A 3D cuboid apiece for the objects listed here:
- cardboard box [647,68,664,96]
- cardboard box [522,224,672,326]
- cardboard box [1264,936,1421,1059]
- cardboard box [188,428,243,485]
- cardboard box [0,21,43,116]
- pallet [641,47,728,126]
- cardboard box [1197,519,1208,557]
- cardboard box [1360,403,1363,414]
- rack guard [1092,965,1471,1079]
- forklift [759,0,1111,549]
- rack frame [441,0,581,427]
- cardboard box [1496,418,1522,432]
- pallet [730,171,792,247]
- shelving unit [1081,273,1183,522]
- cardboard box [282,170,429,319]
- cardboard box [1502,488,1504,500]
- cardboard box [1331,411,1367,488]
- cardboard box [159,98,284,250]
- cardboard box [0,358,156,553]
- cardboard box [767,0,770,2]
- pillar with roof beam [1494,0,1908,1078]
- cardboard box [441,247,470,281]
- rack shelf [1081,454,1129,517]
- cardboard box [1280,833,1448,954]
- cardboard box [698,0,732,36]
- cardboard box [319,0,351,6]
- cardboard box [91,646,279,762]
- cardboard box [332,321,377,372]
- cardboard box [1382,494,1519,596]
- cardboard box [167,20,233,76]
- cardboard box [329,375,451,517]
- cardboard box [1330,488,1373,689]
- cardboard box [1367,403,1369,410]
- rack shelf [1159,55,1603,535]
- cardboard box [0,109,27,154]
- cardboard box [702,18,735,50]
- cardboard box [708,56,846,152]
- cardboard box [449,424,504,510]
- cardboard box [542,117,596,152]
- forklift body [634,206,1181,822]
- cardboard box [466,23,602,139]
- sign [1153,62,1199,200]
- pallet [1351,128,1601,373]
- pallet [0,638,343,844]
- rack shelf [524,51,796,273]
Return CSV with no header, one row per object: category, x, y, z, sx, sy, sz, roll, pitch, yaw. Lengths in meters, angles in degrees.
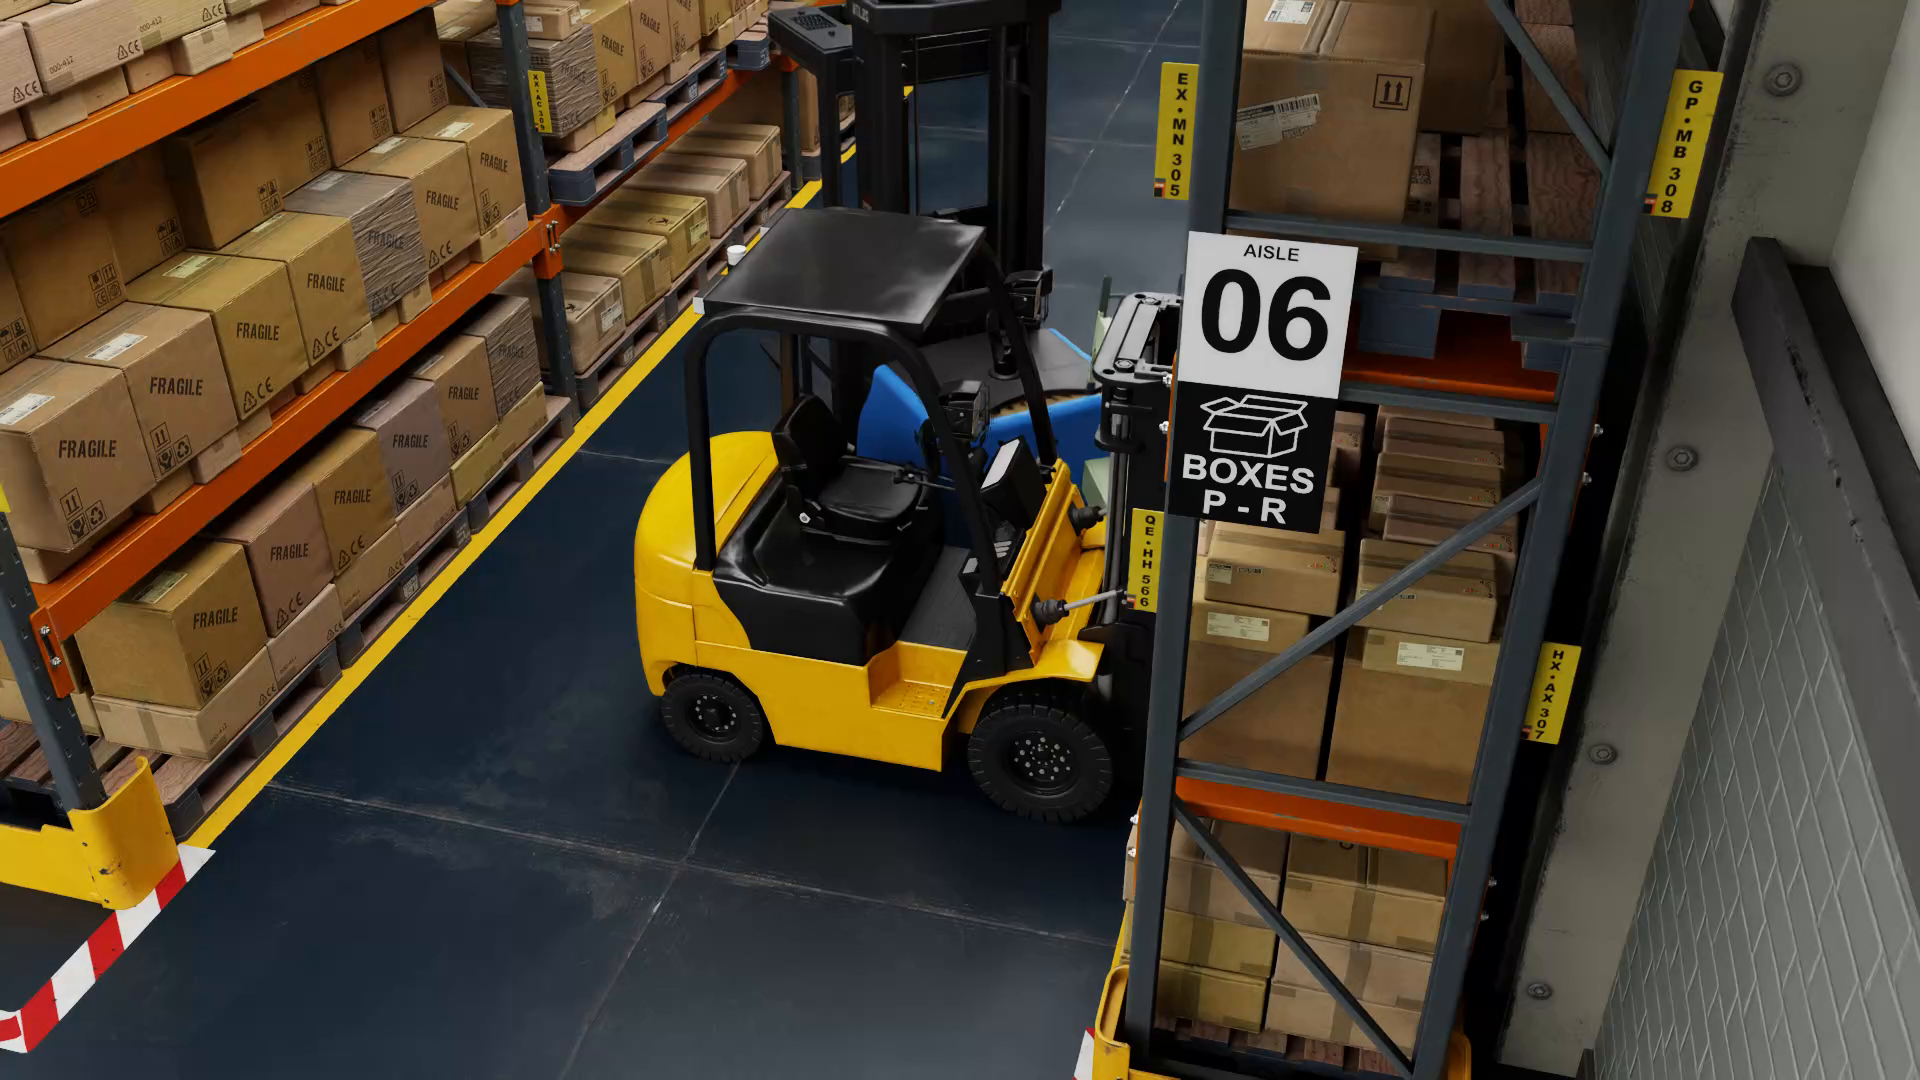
cardboard box,-2.065,-2.877,10.323,0.380,0.149,0.250,8,33,13
cardboard box,-2.441,-1.735,10.741,0.950,0.372,0.625,10,34,15
cardboard box,1.350,1.484,5.791,0.500,0.250,0.500,8,33,13
cardboard box,-3.175,-0.372,6.773,0.380,0.149,0.250,9,33,13
cardboard box,-3.381,-1.498,5.376,0.500,0.250,0.500,7,33,12
pallet,-2.199,-2.983,10.824,1.003,0.211,1.213,8,33,12
cardboard box,0.889,0.058,5.165,0.380,0.149,0.250,9,33,13
cardboard box,1.294,-0.401,6.491,0.500,0.500,0.500,8,33,13
rack guard,1.030,1.796,5.458,1.175,0.500,0.348,8,33,12
forklift,-0.275,-1.641,8.600,1.130,2.935,3.031,-15,35,-22
rack frame,-2.751,-2.021,9.132,1.000,3.000,0.127,8,33,12
cardboard box,1.762,-0.517,5.792,0.380,0.149,0.250,7,33,11
pallet,-1.936,-2.514,12.508,1.003,0.211,1.213,8,33,12
shelving unit,0.857,-0.379,7.681,0.431,1.500,0.755,-3,37,-13
cardboard box,-2.874,-1.386,7.764,0.500,0.500,0.500,9,34,14
cardboard box,1.572,-0.126,5.454,0.380,0.149,0.250,7,33,11
cardboard box,1.131,-0.318,5.479,0.380,0.149,0.250,8,33,13
cardboard box,-3.421,-1.610,7.184,0.700,0.500,0.500,8,33,12
cardboard box,-3.378,-0.321,6.088,0.500,0.500,0.500,8,33,12
cardboard box,-1.591,-3.965,12.034,0.380,0.149,0.250,9,34,14
pillar with roof beam,-2.079,-2.627,4.495,9.100,9.000,0.400,8,33,12
cardboard box,-2.736,-1.451,8.471,0.380,0.149,0.250,8,33,13
rack shelf,0.828,-0.115,7.871,0.431,0.370,0.720,-3,37,-13
cardboard box,1.341,1.067,5.516,0.500,0.250,0.500,8,33,12
cardboard box,-1.830,-3.636,10.911,0.500,0.500,0.500,6,33,9
cardboard box,-2.811,-2.443,7.235,0.380,0.149,0.250,9,34,14
cardboard box,-3.294,0.657,7.092,0.500,0.250,0.500,8,33,12
cardboard box,-2.916,-0.911,7.622,0.380,0.149,0.250,8,33,13
cardboard box,1.456,0.013,4.959,0.380,0.149,0.250,9,34,14
cardboard box,-3.044,-1.904,6.387,0.380,0.149,0.250,8,33,13
cardboard box,-2.897,-0.481,8.184,0.500,0.500,0.500,10,34,15
cardboard box,1.541,0.194,5.555,0.500,0.500,0.500,9,34,14
cardboard box,2.069,-0.861,7.215,0.500,0.500,0.500,8,33,13
rack shelf,1.544,-1.271,5.828,1.077,0.370,4.000,8,33,12
cardboard box,-3.388,-1.381,5.565,0.380,0.149,0.250,7,33,11
cardboard box,-1.738,-3.405,11.153,0.380,0.149,0.250,9,33,13
cardboard box,-1.480,-3.724,13.401,0.875,0.875,0.875,8,33,12
cardboard box,-2.766,-0.416,8.781,0.500,0.250,0.500,7,33,11
cardboard box,-2.305,-2.336,9.471,0.380,0.149,0.250,8,33,13
forklift body,-0.247,-0.145,6.974,2.313,2.155,1.214,8,33,12
cardboard box,-2.355,-2.570,9.234,0.500,0.500,0.500,9,33,14
sign,0.515,-0.958,3.914,0.100,0.325,0.005,8,33,12
pallet,1.241,-0.863,4.598,1.003,0.211,1.213,8,33,12
pallet,-3.506,0.776,7.333,1.003,0.211,1.213,8,33,12
rack shelf,-2.243,-2.755,10.958,1.077,0.370,4.000,8,33,12
